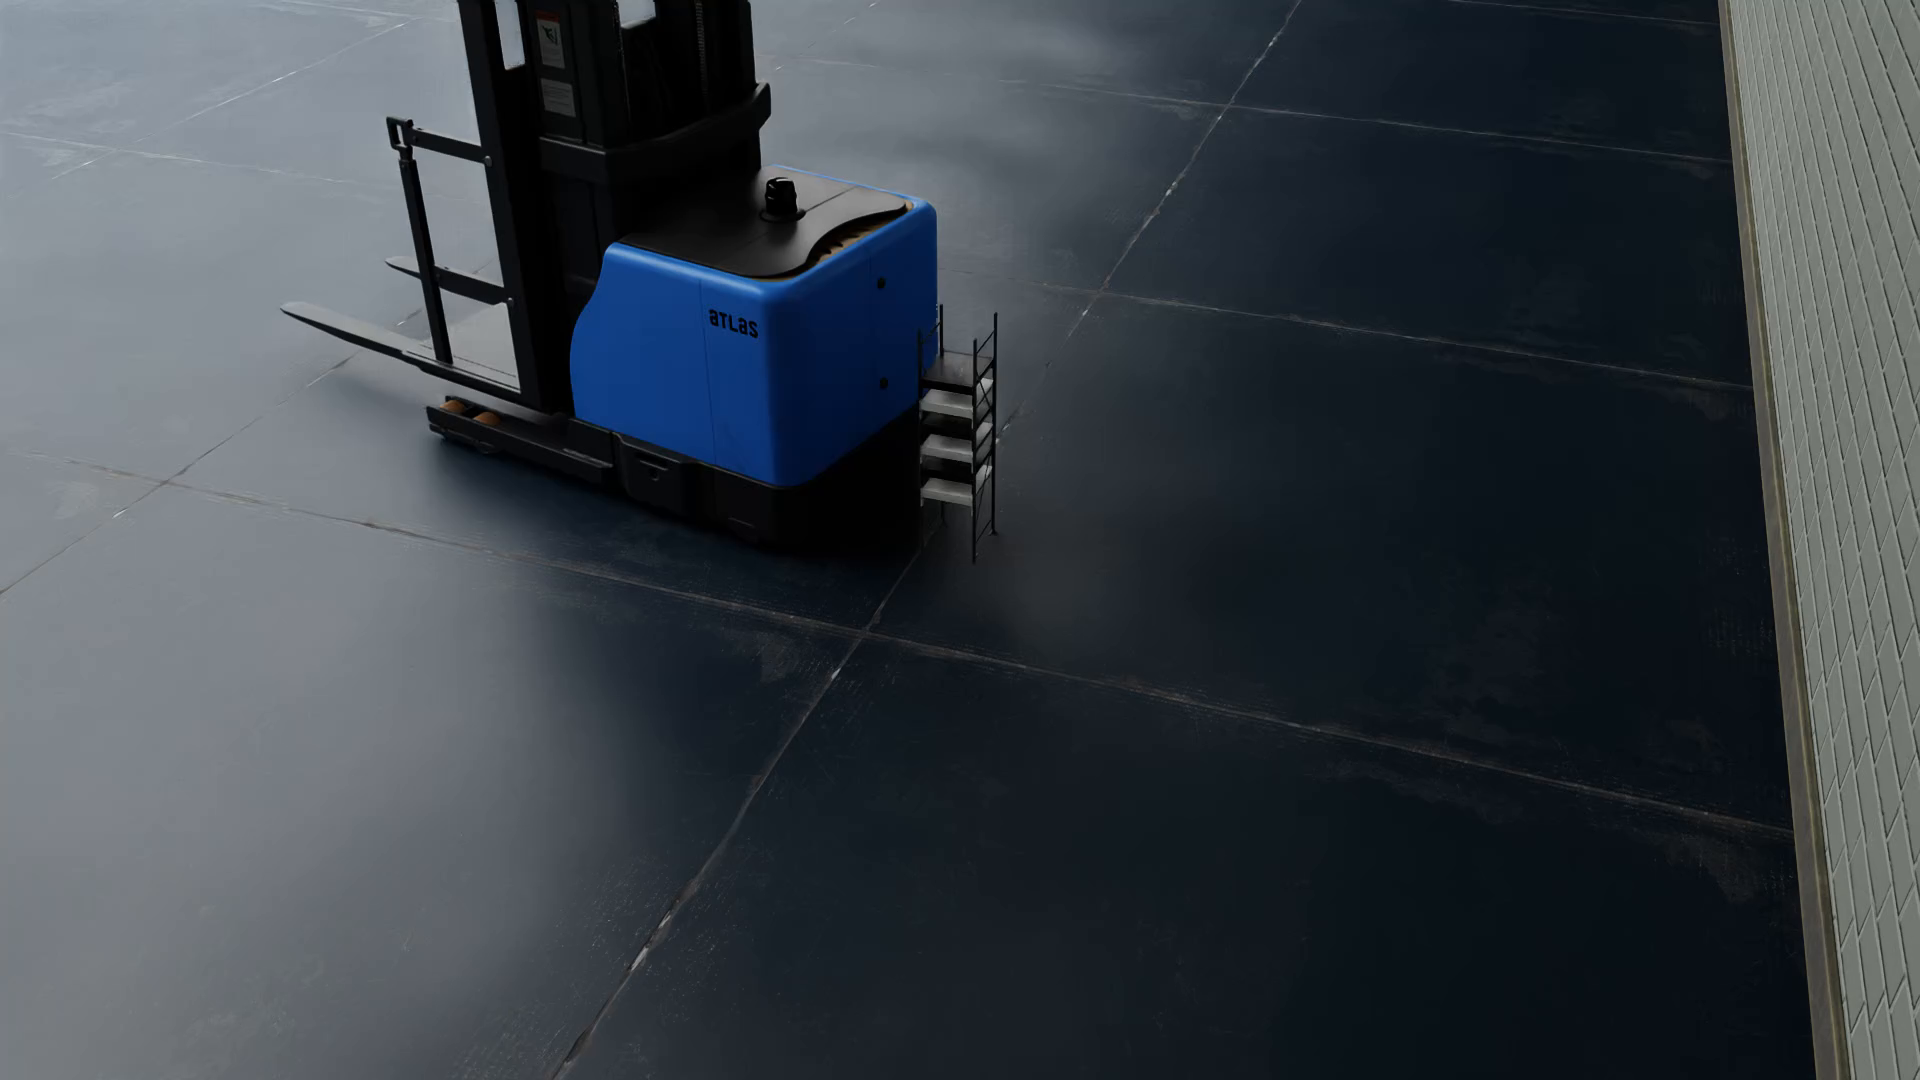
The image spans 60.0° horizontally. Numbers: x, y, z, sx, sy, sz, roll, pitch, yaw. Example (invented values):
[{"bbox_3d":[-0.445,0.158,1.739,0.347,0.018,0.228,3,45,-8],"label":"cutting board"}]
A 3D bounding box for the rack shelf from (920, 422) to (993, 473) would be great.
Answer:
[{"bbox_3d":[-0.008,-0.352,6.026,0.200,0.077,0.258,11,34,16],"label":"rack shelf"}]

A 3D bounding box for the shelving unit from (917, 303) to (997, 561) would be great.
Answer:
[{"bbox_3d":[-0.008,-0.380,6.008,0.210,0.900,0.258,11,34,16],"label":"shelving unit"}]

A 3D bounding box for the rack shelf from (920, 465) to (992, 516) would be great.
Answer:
[{"bbox_3d":[-0.008,-0.200,6.124,0.200,0.077,0.258,11,34,16],"label":"rack shelf"}]

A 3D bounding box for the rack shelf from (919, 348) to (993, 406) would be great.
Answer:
[{"bbox_3d":[-0.008,-0.578,5.880,0.200,0.077,0.258,11,34,16],"label":"rack shelf"}]

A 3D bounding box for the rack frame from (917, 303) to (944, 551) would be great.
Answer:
[{"bbox_3d":[-0.103,-0.398,6.037,0.006,0.900,0.240,11,34,16],"label":"rack frame"}]

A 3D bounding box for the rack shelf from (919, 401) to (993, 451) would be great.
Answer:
[{"bbox_3d":[-0.008,-0.427,5.977,0.200,0.077,0.258,11,34,16],"label":"rack shelf"}]

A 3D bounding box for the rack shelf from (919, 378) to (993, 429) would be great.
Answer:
[{"bbox_3d":[-0.008,-0.503,5.929,0.200,0.077,0.258,11,34,16],"label":"rack shelf"}]

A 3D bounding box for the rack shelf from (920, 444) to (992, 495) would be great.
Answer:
[{"bbox_3d":[-0.008,-0.276,6.075,0.200,0.077,0.258,11,34,16],"label":"rack shelf"}]

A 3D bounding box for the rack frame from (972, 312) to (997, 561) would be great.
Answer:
[{"bbox_3d":[0.088,-0.361,5.979,0.006,0.900,0.240,11,34,16],"label":"rack frame"}]

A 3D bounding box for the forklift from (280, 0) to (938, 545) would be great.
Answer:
[{"bbox_3d":[-1.594,-1.806,6.346,3.031,2.935,1.130,19,37,26],"label":"forklift"}]
